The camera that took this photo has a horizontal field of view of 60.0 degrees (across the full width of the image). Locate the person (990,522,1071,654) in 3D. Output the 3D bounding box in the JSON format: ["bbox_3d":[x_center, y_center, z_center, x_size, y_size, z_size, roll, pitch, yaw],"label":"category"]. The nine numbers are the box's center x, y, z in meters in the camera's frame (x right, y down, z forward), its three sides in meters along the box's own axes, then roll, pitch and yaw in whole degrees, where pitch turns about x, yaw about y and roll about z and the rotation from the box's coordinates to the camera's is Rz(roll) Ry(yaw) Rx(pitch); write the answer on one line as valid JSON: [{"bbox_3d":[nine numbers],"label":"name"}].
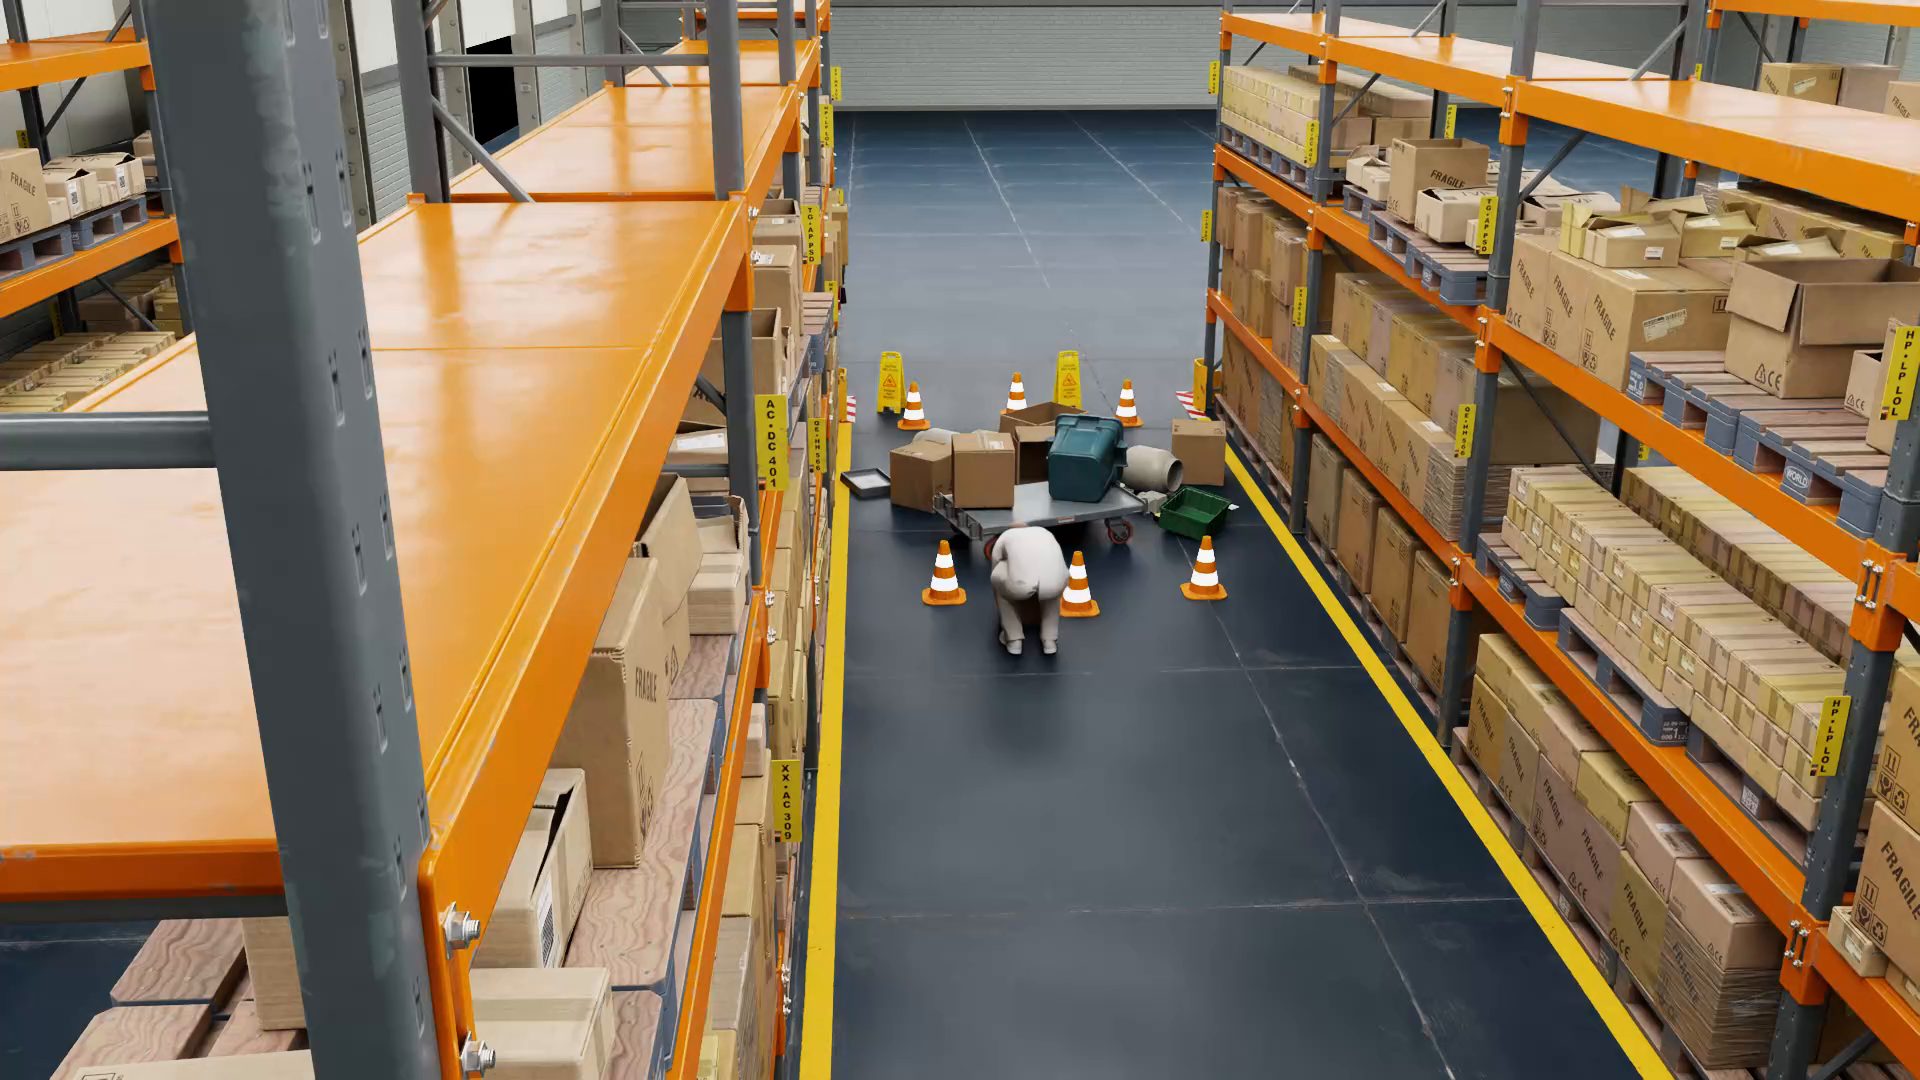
[{"bbox_3d":[0.499,0.324,12.083,0.589,0.874,0.953,-2,20,-5],"label":"person"}]
